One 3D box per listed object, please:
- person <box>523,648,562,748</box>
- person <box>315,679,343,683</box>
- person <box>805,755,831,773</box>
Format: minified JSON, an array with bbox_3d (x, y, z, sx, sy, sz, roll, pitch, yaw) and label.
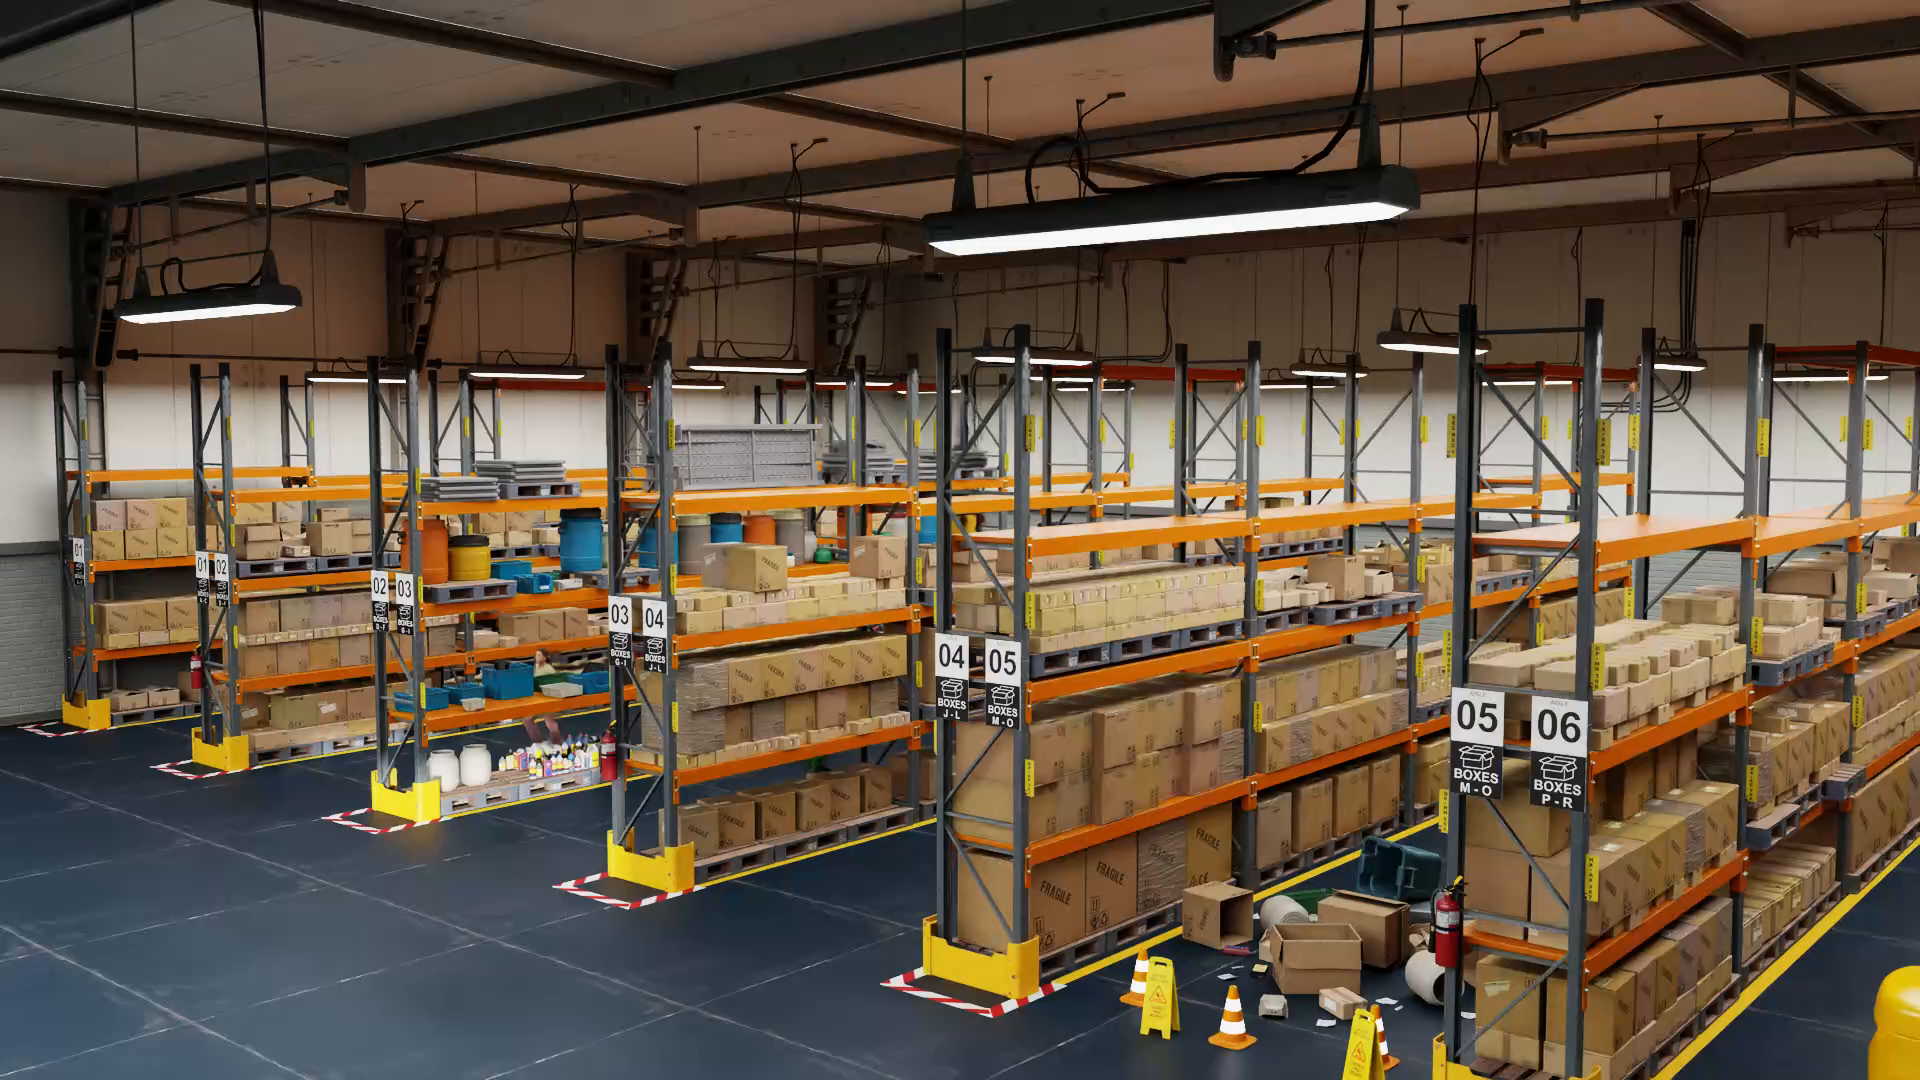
[{"bbox_3d":[-6.410,2.488,25.565,0.540,1.690,0.778,2,5,25],"label":"person"},{"bbox_3d":[-10.614,2.293,27.996,0.624,1.746,0.721,2,5,24],"label":"person"},{"bbox_3d":[-1.927,2.639,22.664,0.680,1.773,0.794,2,5,31],"label":"person"}]
